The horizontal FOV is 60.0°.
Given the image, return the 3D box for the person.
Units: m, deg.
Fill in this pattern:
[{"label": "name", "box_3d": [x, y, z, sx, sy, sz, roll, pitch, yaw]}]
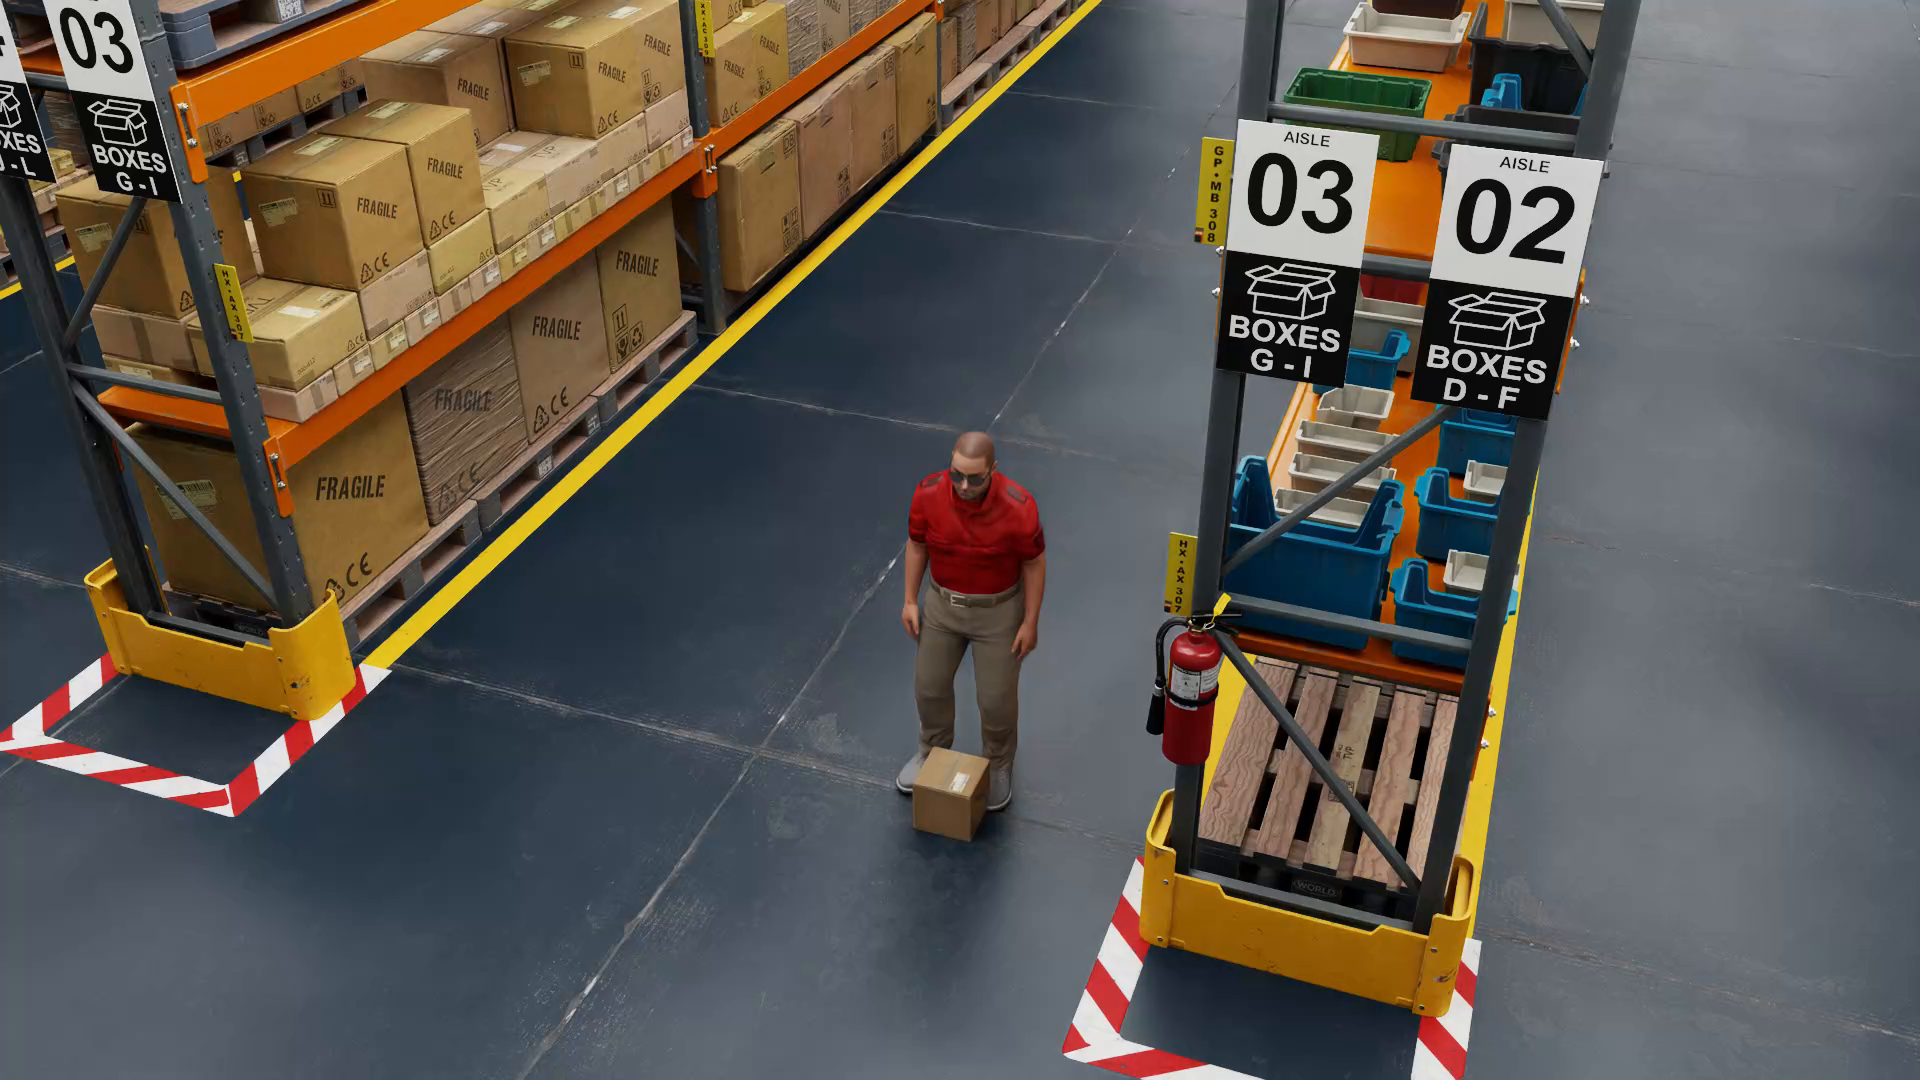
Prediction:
[{"label": "person", "box_3d": [0.045, 0.299, 6.693, 0.582, 1.726, 0.391, 10, 34, 15]}]
